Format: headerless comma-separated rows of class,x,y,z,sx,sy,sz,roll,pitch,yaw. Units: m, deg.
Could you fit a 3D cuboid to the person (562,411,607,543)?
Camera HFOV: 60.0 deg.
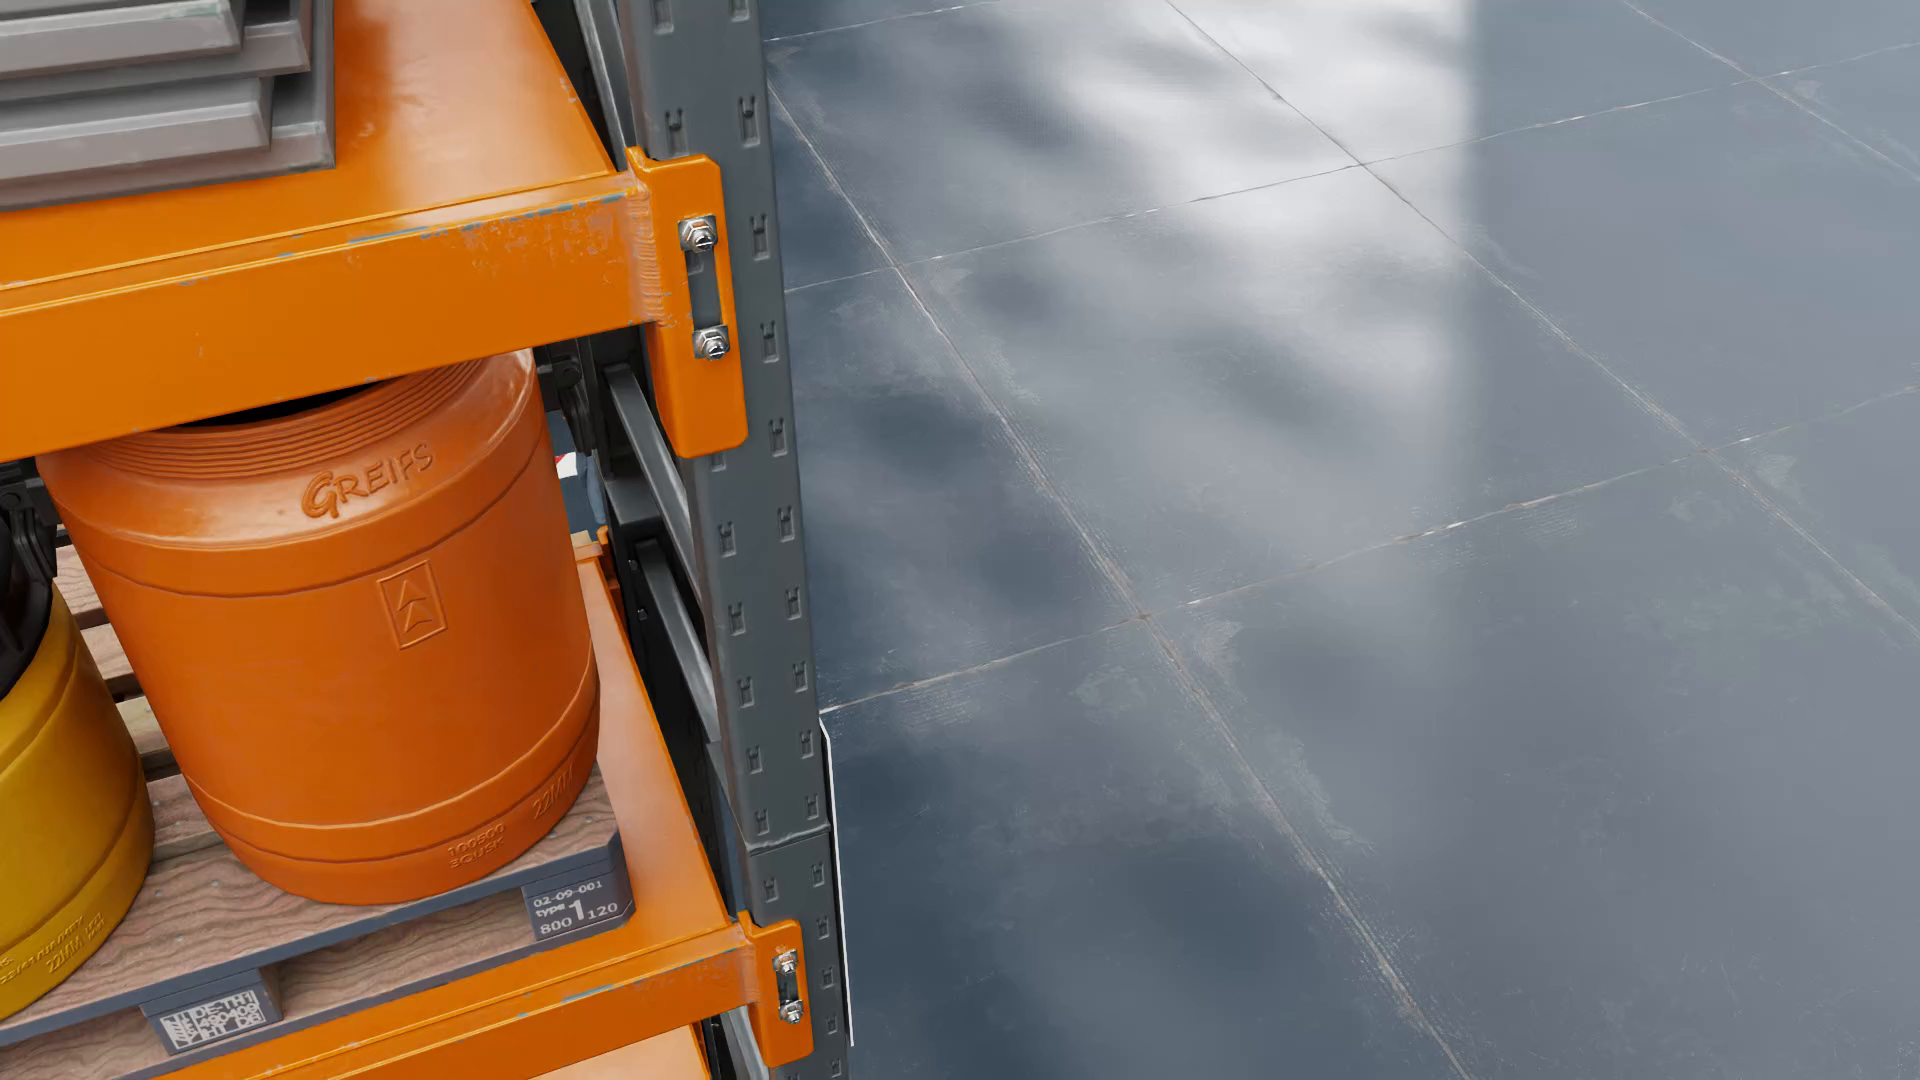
person,-1.457,-0.465,6.672,0.462,1.759,0.633,-18,45,-19
